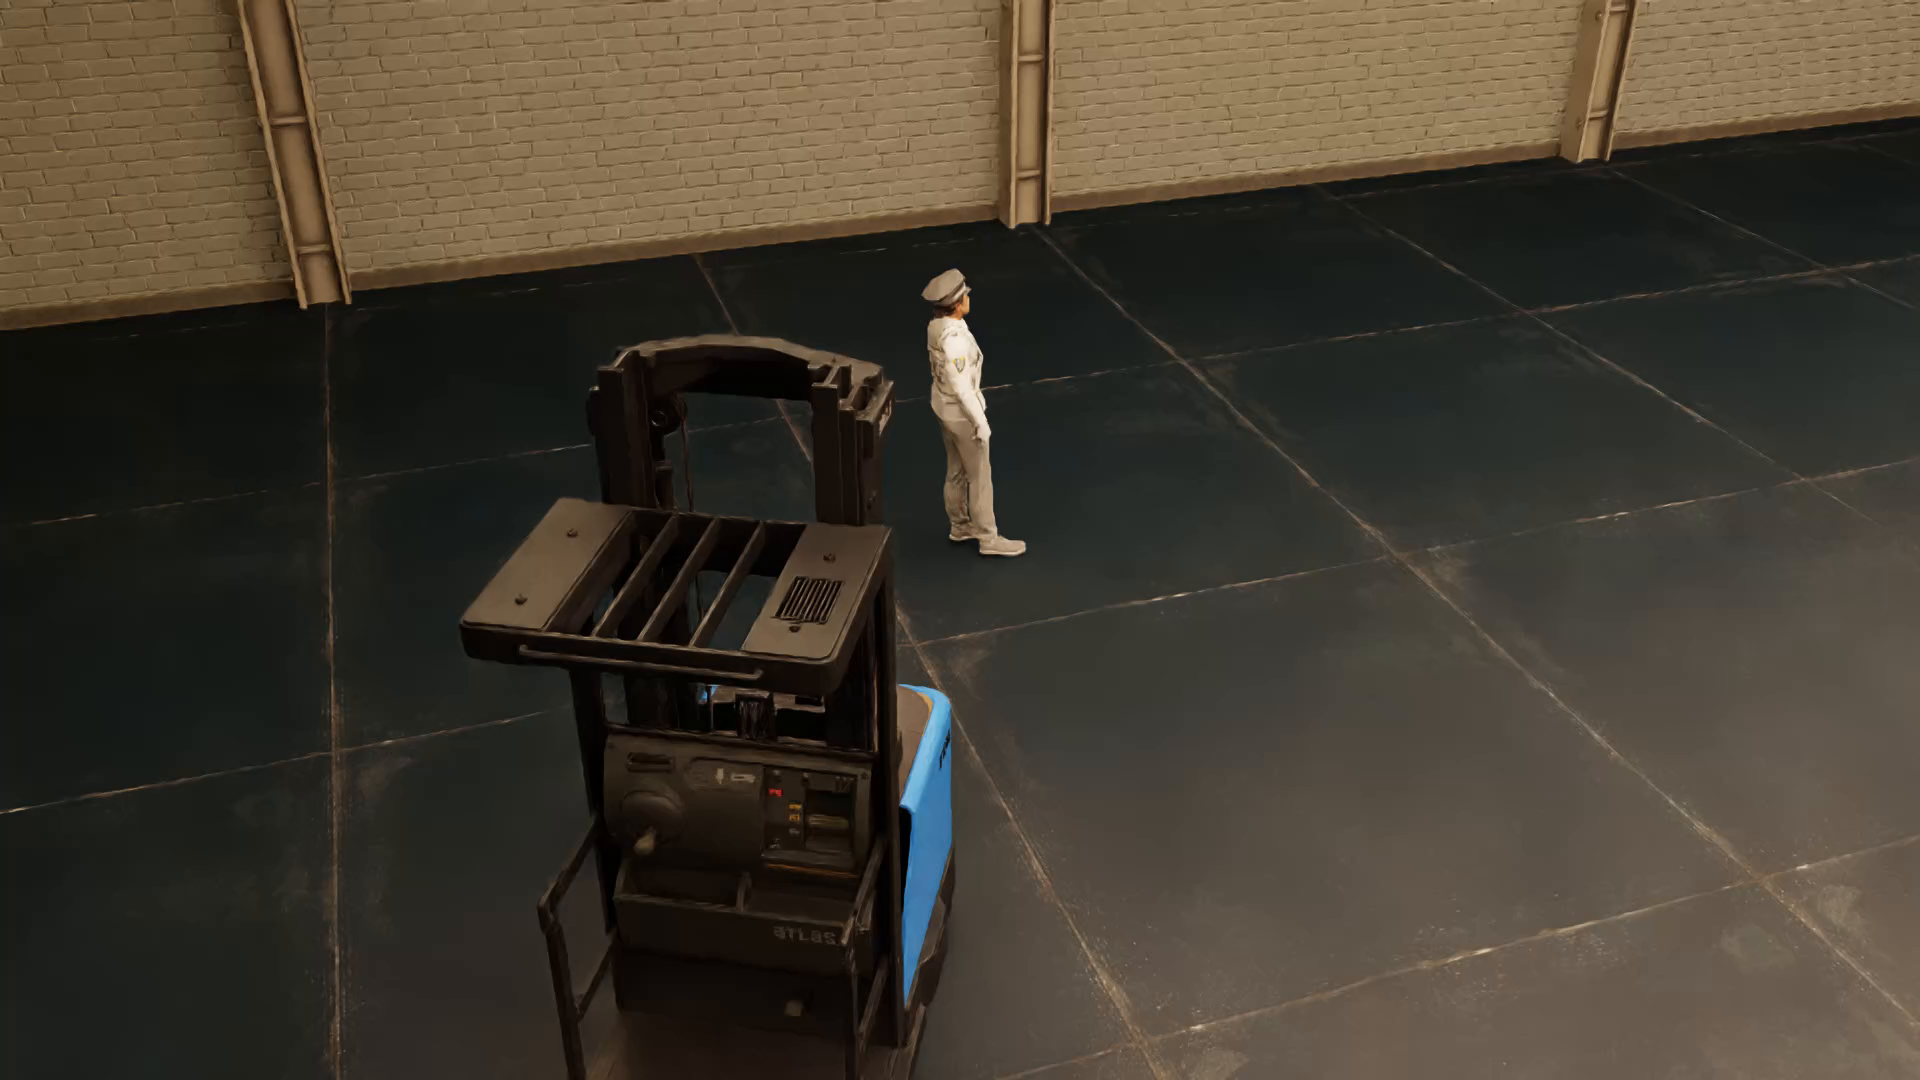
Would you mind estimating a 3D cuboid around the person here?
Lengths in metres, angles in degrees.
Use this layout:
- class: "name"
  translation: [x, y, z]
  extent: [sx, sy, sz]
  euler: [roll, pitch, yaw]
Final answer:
- class: "person"
  translation: [0.066, -0.748, 9.612]
  extent: [0.532, 1.695, 0.586]
  euler: [-10, 31, -16]

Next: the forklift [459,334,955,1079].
- class: "forklift"
  translation: [-0.793, 0.948, 5.439]
  extent: [1.130, 2.935, 3.031]
  euler: [5, 30, 9]
